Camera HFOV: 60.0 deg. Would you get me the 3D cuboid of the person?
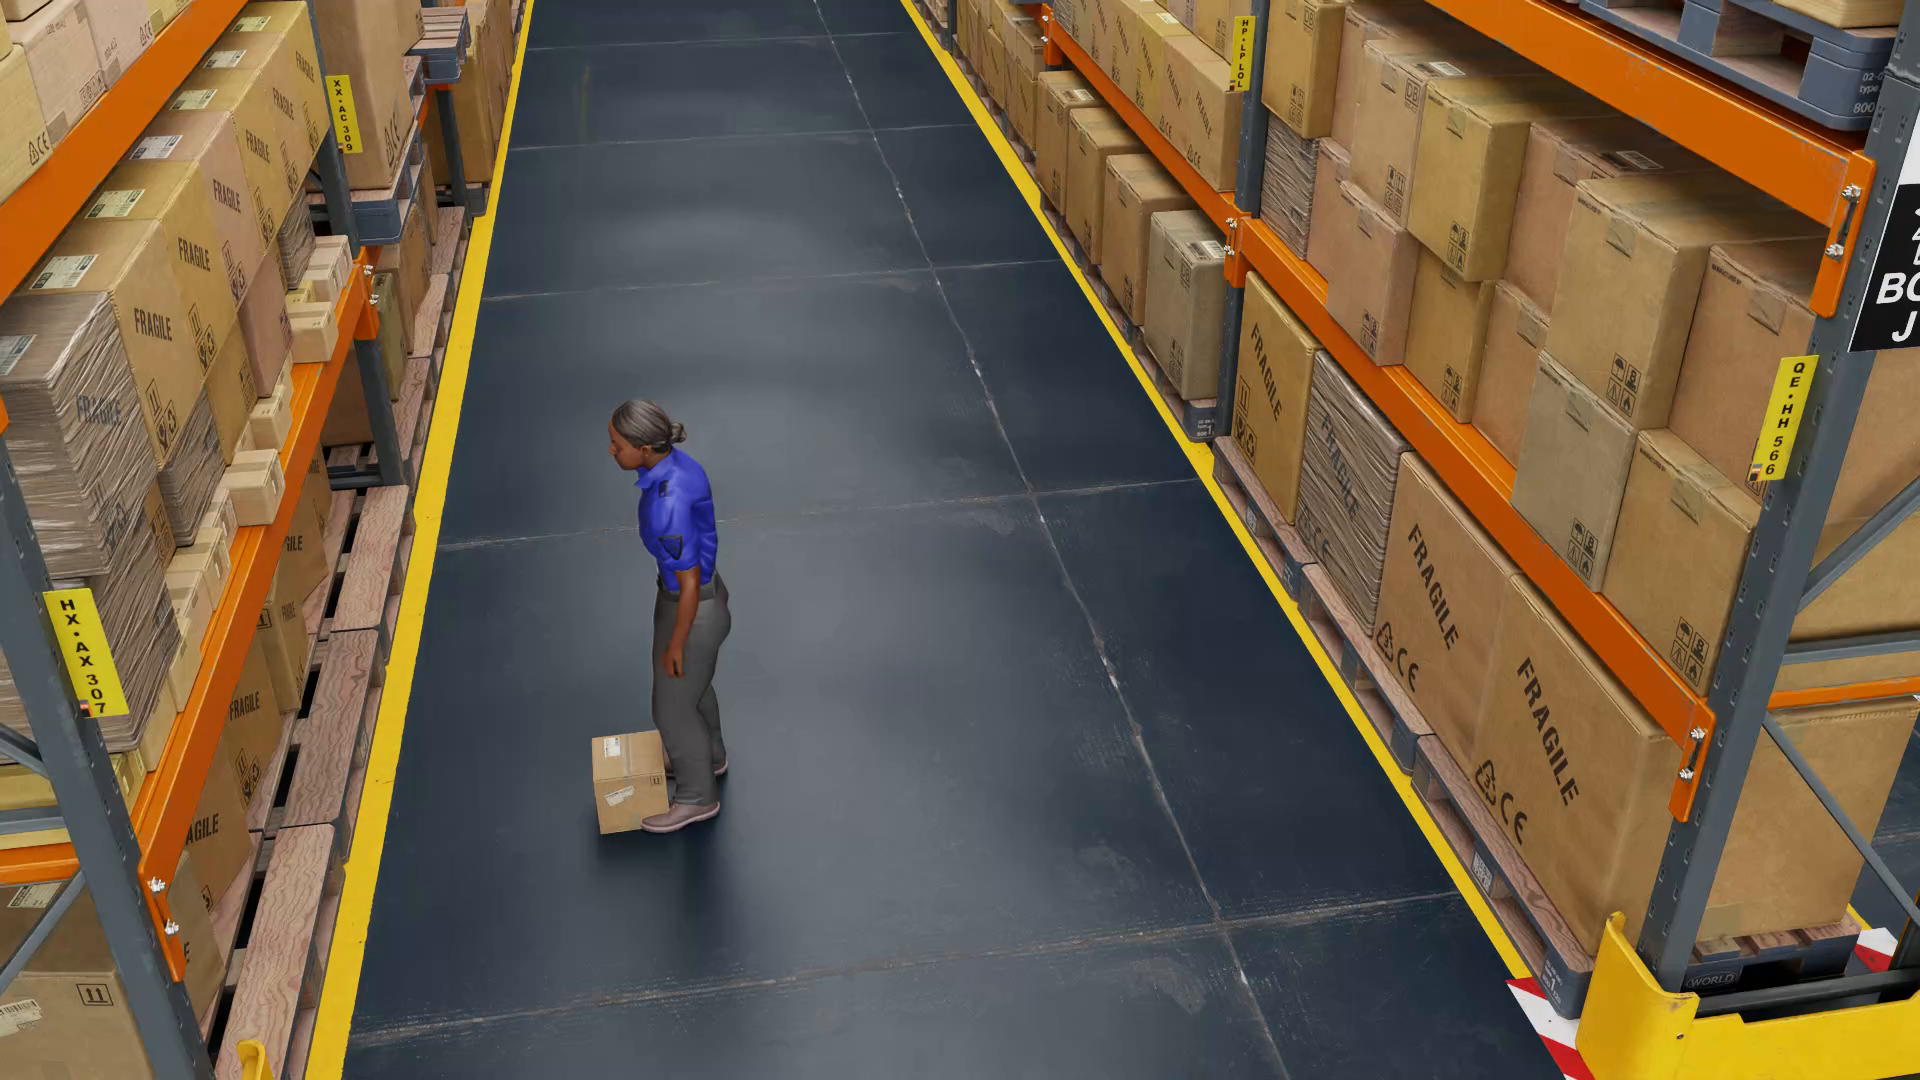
[{"bbox_3d":[-0.963,0.219,5.704,0.349,1.585,0.491,-5,31,-9],"label":"person"}]
